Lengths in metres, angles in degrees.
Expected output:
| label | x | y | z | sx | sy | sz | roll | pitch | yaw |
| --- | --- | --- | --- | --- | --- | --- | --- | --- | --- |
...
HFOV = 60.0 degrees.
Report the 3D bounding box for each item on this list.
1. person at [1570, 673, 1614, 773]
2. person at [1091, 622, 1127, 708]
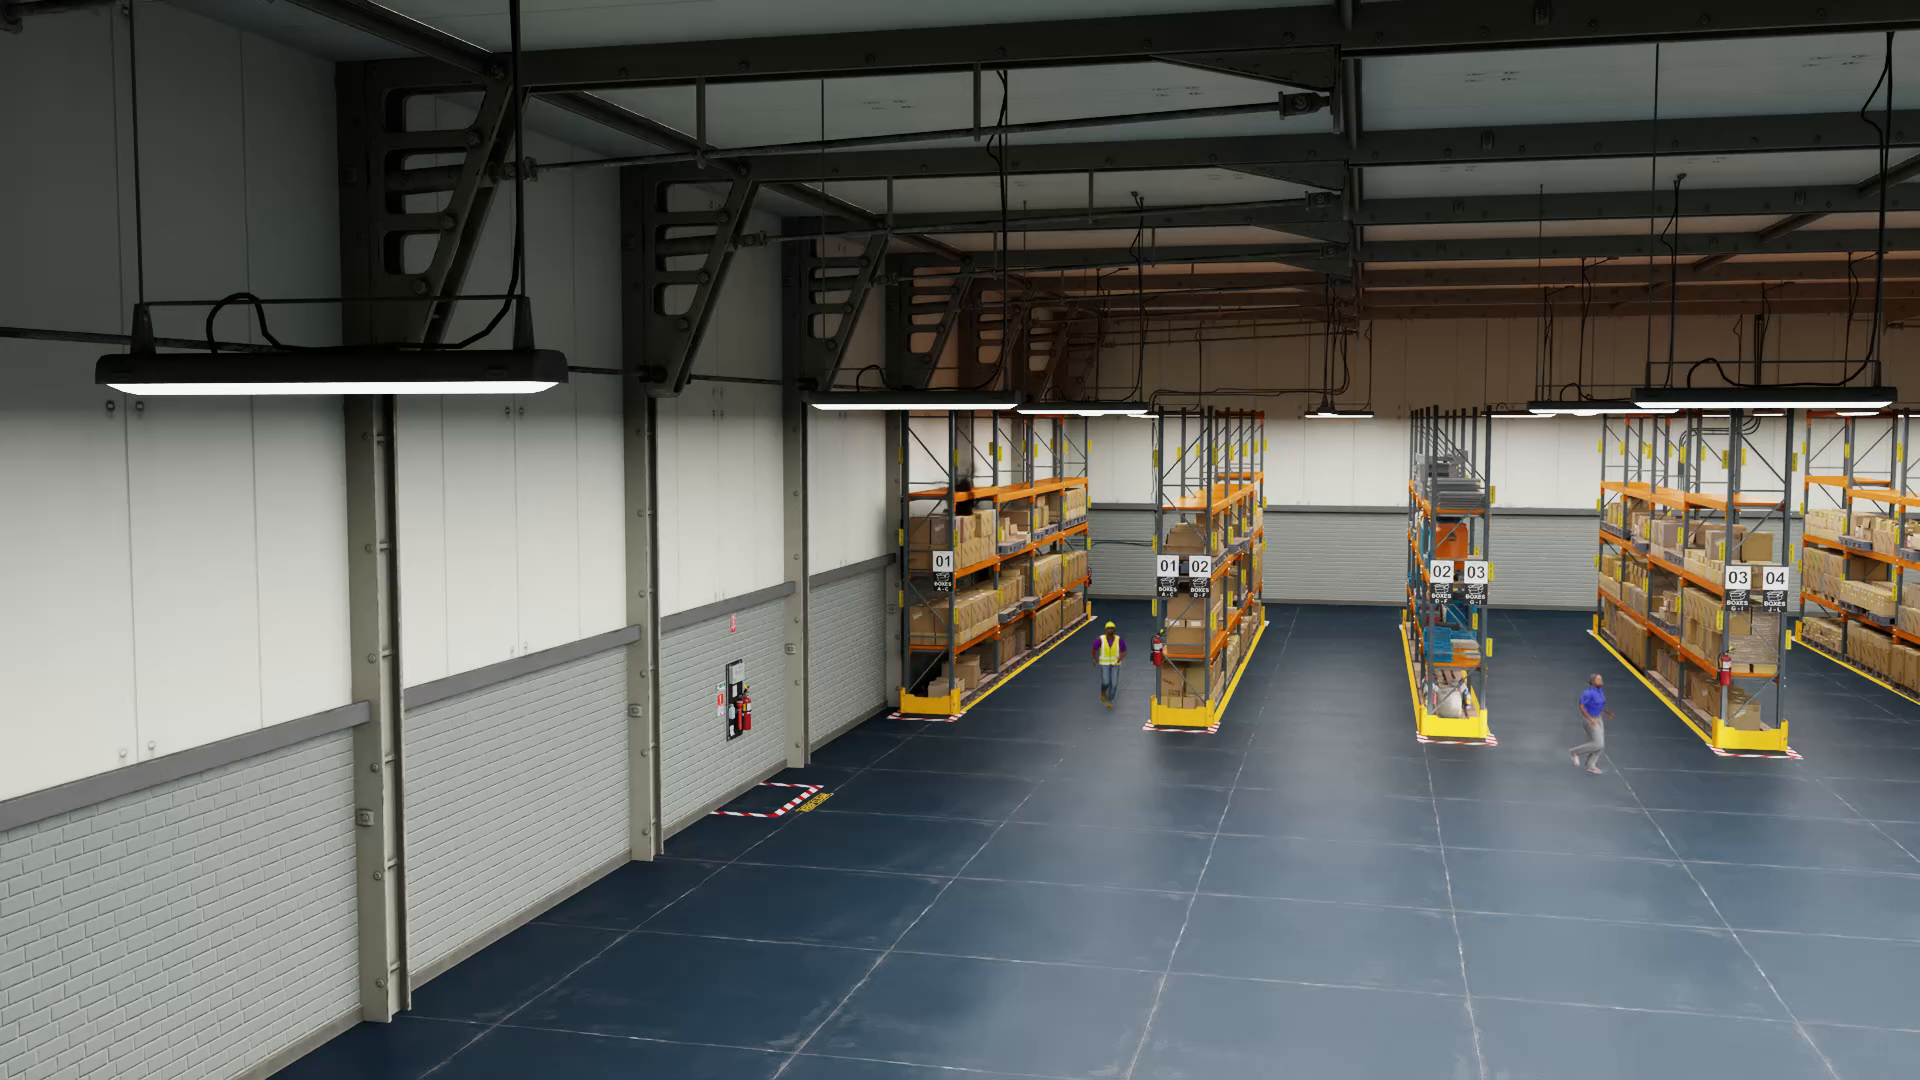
| label | x | y | z | sx | sy | sz | roll | pitch | yaw |
| --- | --- | --- | --- | --- | --- | --- | --- | --- | --- |
| person | 10.329 | 2.979 | 27.136 | 0.572 | 1.628 | 0.598 | -4 | 6 | -44 |
| person | 2.979 | 2.488 | 33.078 | 0.698 | 1.720 | 0.572 | 0 | 4 | -1 |
